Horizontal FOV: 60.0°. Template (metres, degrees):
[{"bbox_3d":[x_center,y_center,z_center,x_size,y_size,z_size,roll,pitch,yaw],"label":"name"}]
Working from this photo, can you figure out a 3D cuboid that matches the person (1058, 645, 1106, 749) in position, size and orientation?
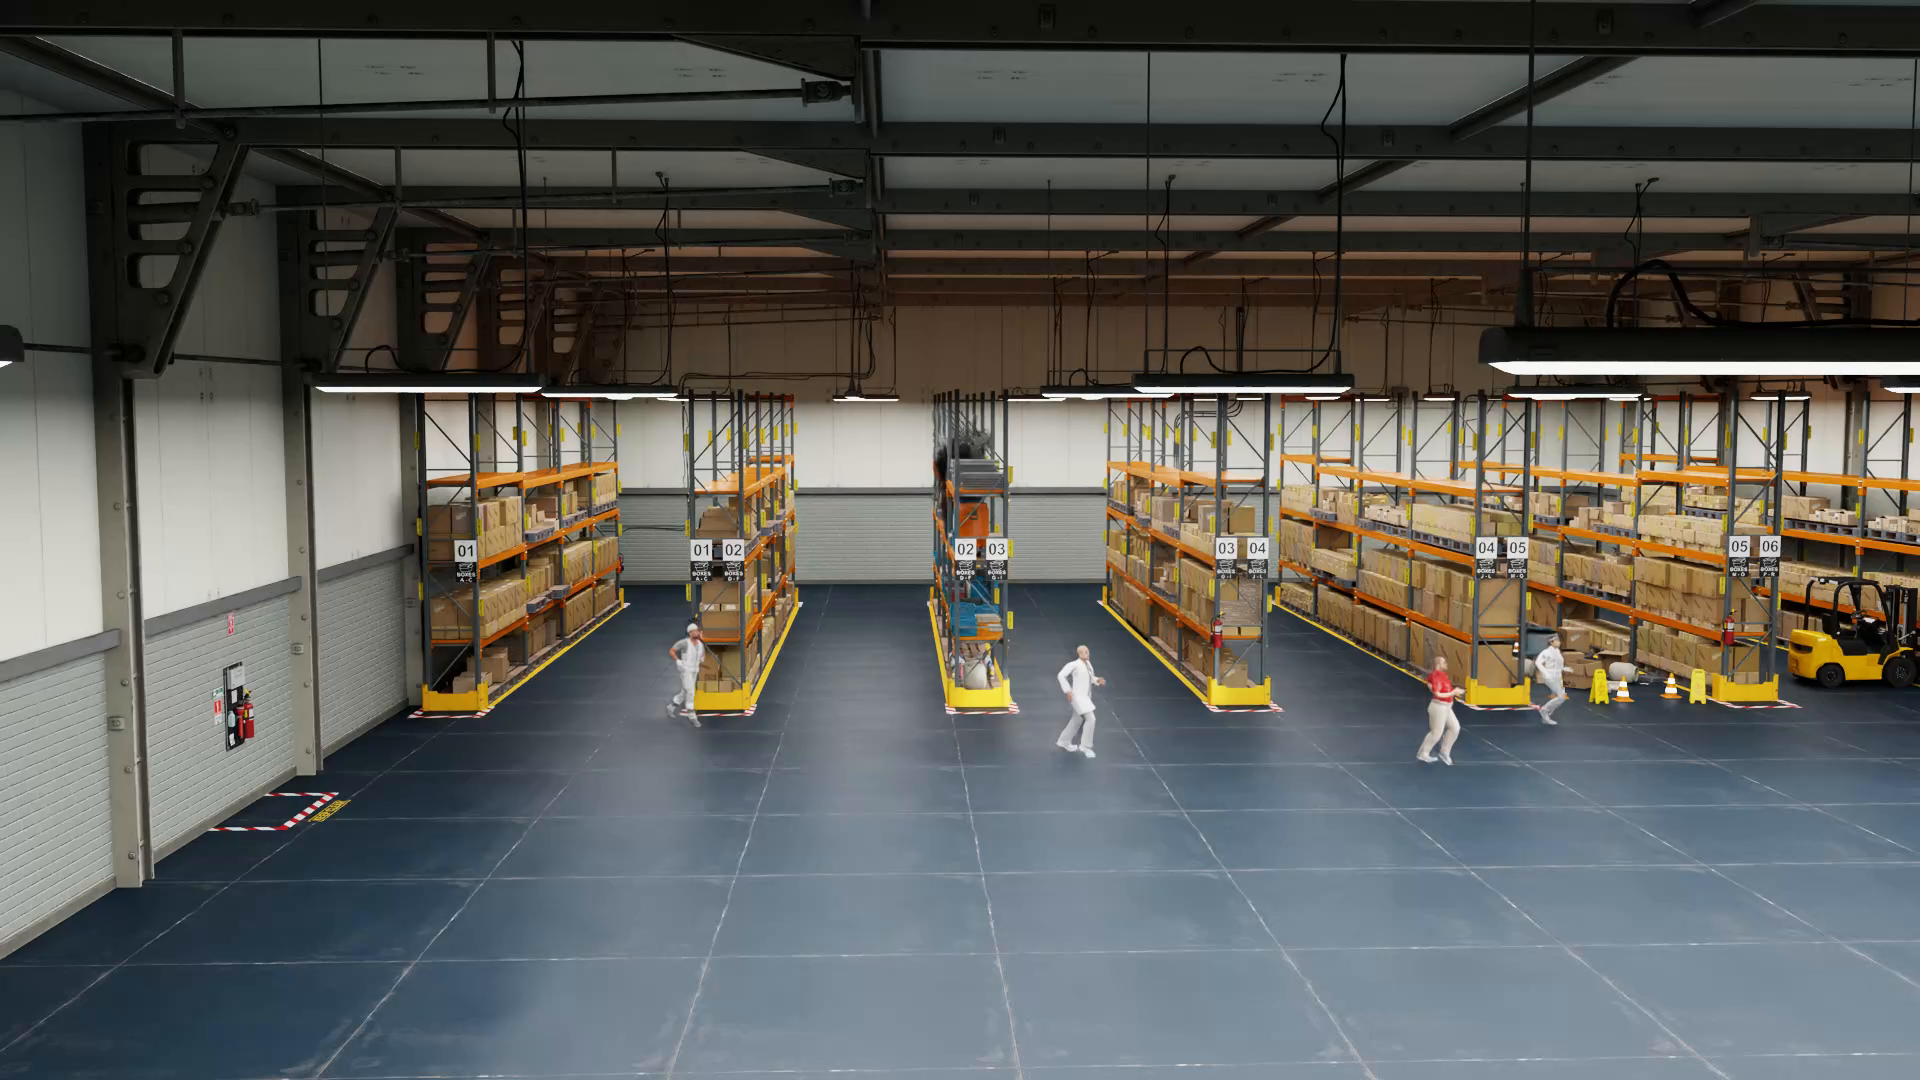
[{"bbox_3d":[1.979,2.547,27.142,0.818,1.669,0.689,2,5,24],"label":"person"}]

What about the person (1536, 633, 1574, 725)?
[{"bbox_3d":[10.606,2.475,29.671,0.461,1.657,0.603,4,6,43],"label":"person"}]

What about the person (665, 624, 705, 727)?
[{"bbox_3d":[-4.875,2.401,29.982,0.924,1.793,0.684,3,6,33],"label":"person"}]

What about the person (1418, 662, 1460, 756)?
[{"bbox_3d":[7.581,2.671,26.355,0.588,1.527,0.621,2,5,28],"label":"person"}]
